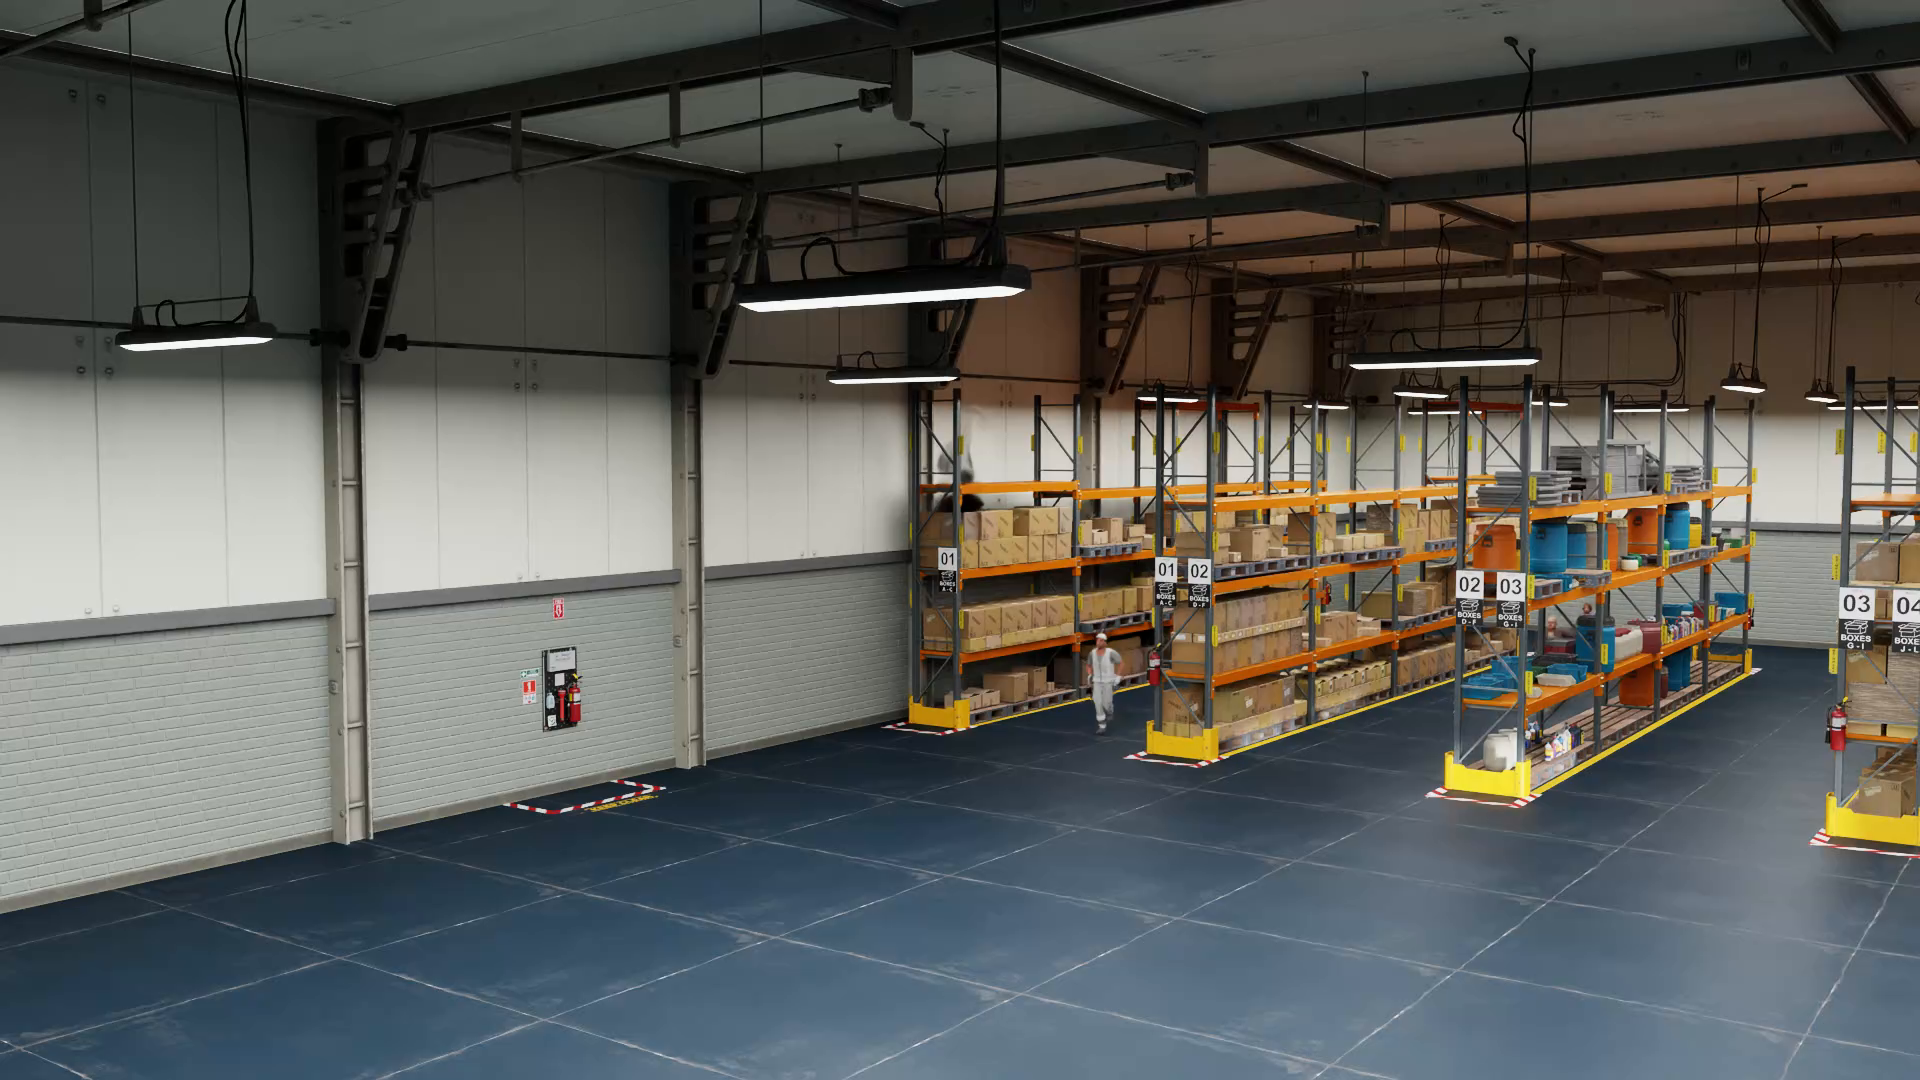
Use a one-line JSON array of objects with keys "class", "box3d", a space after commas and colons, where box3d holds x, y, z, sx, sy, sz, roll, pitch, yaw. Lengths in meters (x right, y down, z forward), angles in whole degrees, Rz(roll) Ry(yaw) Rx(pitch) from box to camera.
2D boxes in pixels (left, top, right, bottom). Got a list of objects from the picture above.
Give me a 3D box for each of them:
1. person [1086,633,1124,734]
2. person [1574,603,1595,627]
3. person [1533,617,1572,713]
[{"class": "person", "box3d": [2.507, 2.488, 28.911, 0.670, 1.752, 0.677, 1, 4, 24]}, {"class": "person", "box3d": [13.590, 2.158, 36.054, 0.538, 1.596, 0.848, 2, 4, 25]}, {"class": "person", "box3d": [11.211, 2.347, 31.484, 0.717, 1.804, 0.968, 2, 4, 34]}]
